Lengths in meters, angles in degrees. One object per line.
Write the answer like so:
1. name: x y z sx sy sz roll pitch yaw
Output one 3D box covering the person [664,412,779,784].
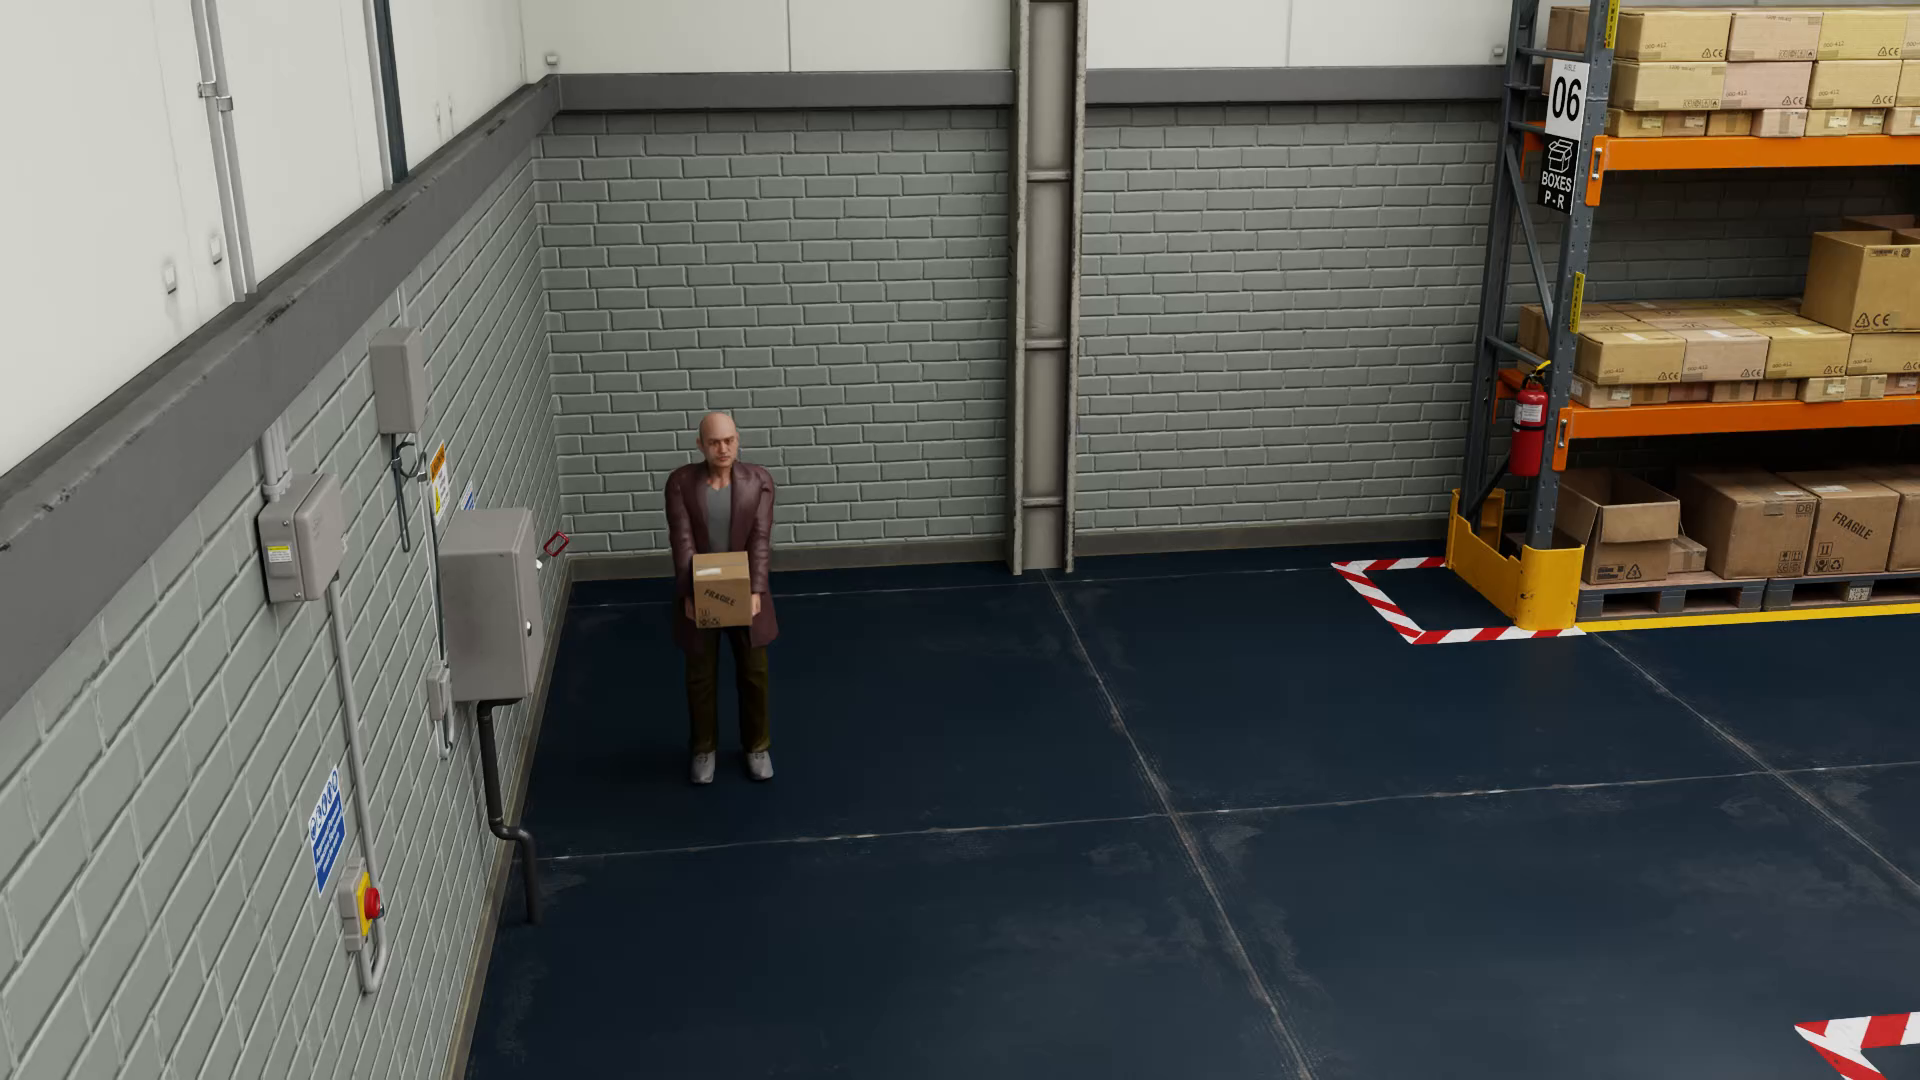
1. person: -1.101 0.302 7.757 0.527 1.780 0.552 -3 20 -8
